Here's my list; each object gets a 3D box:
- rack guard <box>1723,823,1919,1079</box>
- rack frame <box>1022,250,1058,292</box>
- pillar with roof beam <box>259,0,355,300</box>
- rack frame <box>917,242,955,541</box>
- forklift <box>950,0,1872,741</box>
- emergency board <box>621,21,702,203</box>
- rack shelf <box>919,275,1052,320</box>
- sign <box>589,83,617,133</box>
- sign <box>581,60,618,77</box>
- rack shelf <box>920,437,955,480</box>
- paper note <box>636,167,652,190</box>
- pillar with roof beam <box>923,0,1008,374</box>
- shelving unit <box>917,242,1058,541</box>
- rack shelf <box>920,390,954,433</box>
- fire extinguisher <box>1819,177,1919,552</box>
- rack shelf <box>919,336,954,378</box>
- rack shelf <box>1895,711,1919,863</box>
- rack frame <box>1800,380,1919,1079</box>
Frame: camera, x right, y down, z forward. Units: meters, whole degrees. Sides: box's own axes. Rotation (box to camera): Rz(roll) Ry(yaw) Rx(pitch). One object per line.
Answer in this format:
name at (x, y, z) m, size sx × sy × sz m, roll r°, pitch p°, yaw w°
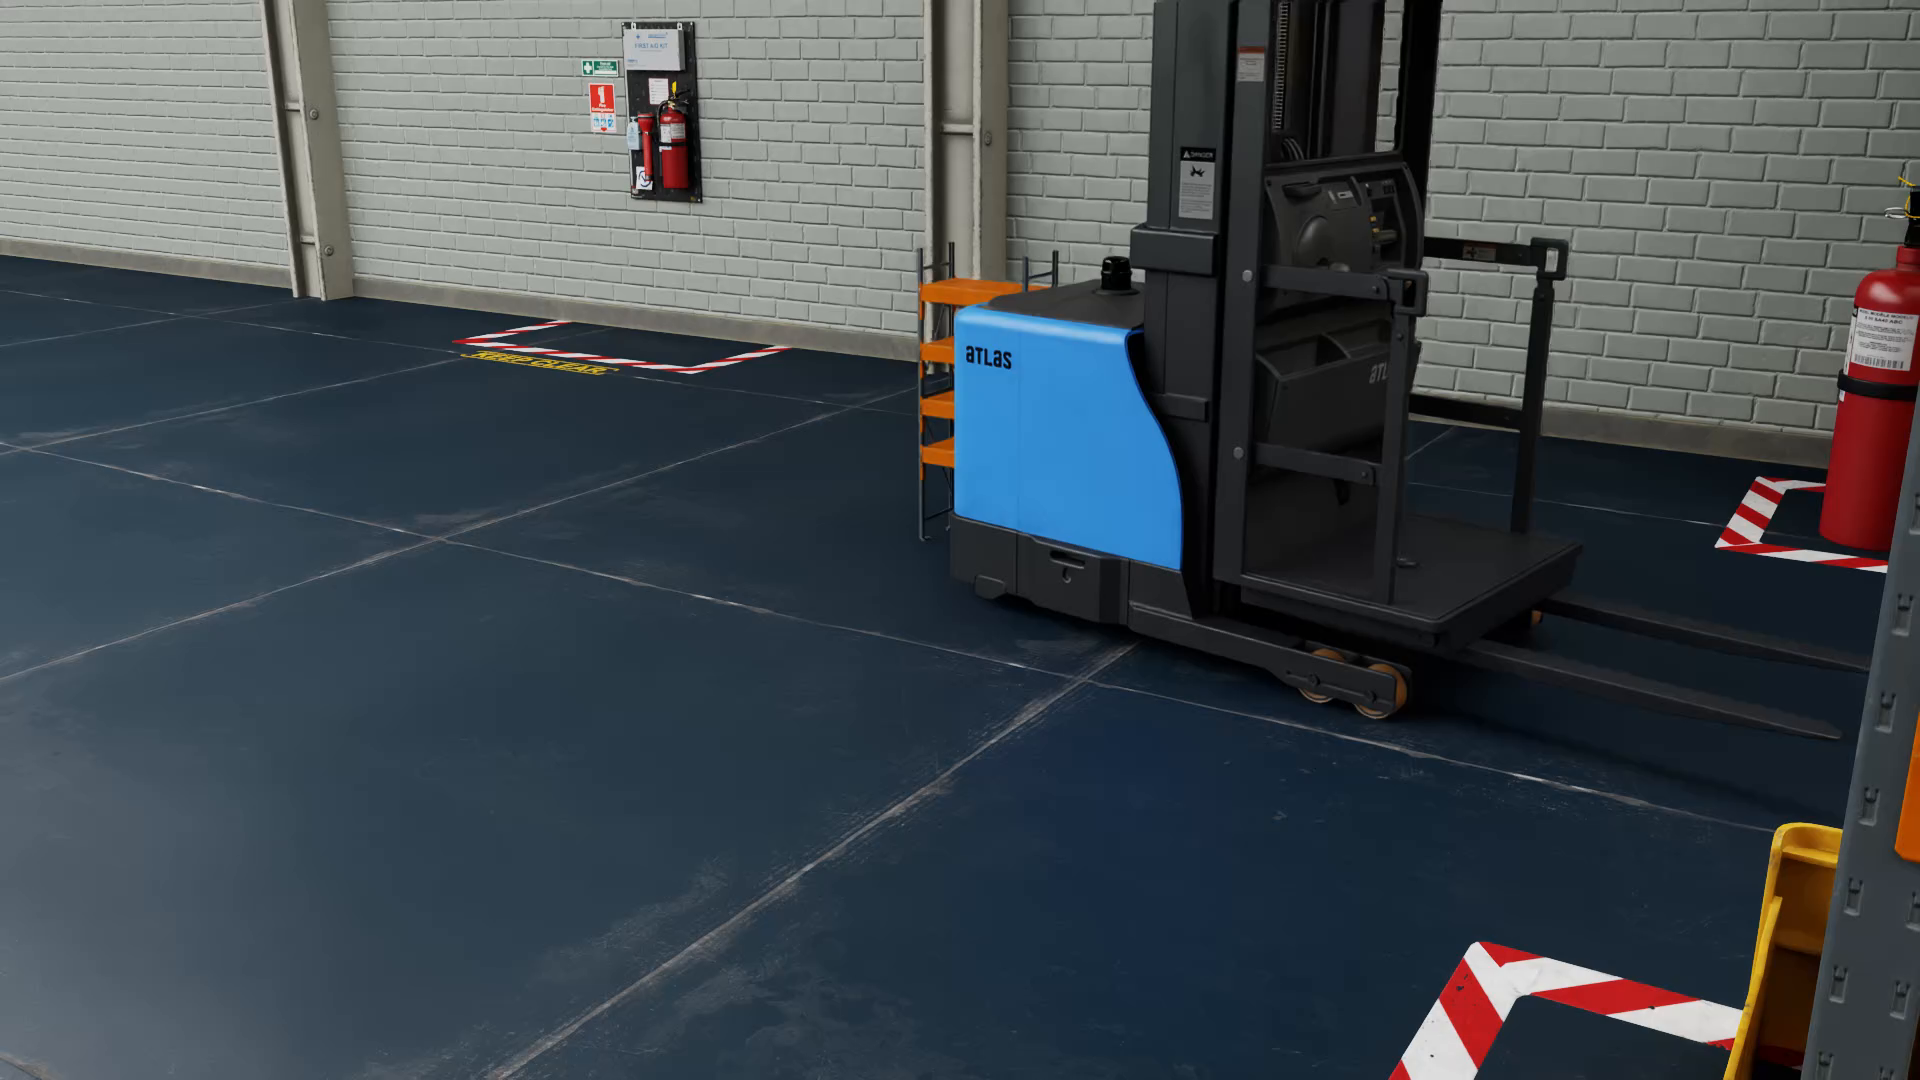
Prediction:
rack guard at (1.487, 0.965, 2.843) m, size 0.348 × 0.500 × 1.175 m, roll 10°, pitch 20°, yaw 30°
rack frame at (0.309, -0.521, 6.533) m, size 0.015 × 1.200 × 0.240 m, roll 11°, pitch 20°, yaw 32°
pillar with roof beam at (-7.333, -5.192, 8.490) m, size 0.400 × 9.000 × 9.100 m, roll 10°, pitch 20°, yaw 30°
rack frame at (-0.095, -0.601, 6.795) m, size 0.015 × 1.200 × 0.240 m, roll 11°, pitch 20°, yaw 32°
forklift at (1.402, -1.027, 5.220) m, size 3.031 × 2.935 × 1.130 m, roll 14°, pitch 22°, yaw 39°
emergency board at (-2.053, -2.860, 11.136) m, size 0.643 × 1.169 × 0.194 m, roll 10°, pitch 20°, yaw 30°
rack shelf at (0.107, -0.937, 6.549) m, size 0.480 × 0.148 × 0.258 m, roll 11°, pitch 20°, yaw 32°
sign at (-2.470, -2.987, 11.492) m, size 0.234 × 0.329 × 0.001 m, roll 10°, pitch 20°, yaw 30°
sign at (-2.471, -3.237, 11.405) m, size 0.331 × 0.109 × 0.001 m, roll 10°, pitch 20°, yaw 30°
rack shelf at (0.107, -0.307, 6.741) m, size 0.480 × 0.148 × 0.258 m, roll 11°, pitch 20°, yaw 32°
paper note at (-2.168, -2.483, 11.409) m, size 0.142 × 0.148 × 0.016 m, roll 10°, pitch 20°, yaw 30°
pillar with roof beam at (-2.220, -4.279, 5.485) m, size 0.400 × 9.000 × 9.100 m, roll 10°, pitch 20°, yaw 30°
shelving unit at (0.107, -0.561, 6.664) m, size 0.503 × 1.200 × 0.258 m, roll 11°, pitch 20°, yaw 32°
rack shelf at (0.107, -0.497, 6.683) m, size 0.480 × 0.148 × 0.258 m, roll 11°, pitch 20°, yaw 32°
fire extinguisher at (1.650, -0.323, 2.916) m, size 0.183 × 0.674 × 0.296 m, roll 10°, pitch 20°, yaw 30°
rack shelf at (0.107, -0.711, 6.618) m, size 0.480 × 0.148 × 0.258 m, roll 11°, pitch 20°, yaw 32°
rack shelf at (3.211, 0.422, 1.570) m, size 4.000 × 0.370 × 1.077 m, roll 10°, pitch 20°, yaw 30°
rack frame at (1.507, -0.227, 2.467) m, size 0.127 × 3.000 × 1.000 m, roll 10°, pitch 20°, yaw 30°
